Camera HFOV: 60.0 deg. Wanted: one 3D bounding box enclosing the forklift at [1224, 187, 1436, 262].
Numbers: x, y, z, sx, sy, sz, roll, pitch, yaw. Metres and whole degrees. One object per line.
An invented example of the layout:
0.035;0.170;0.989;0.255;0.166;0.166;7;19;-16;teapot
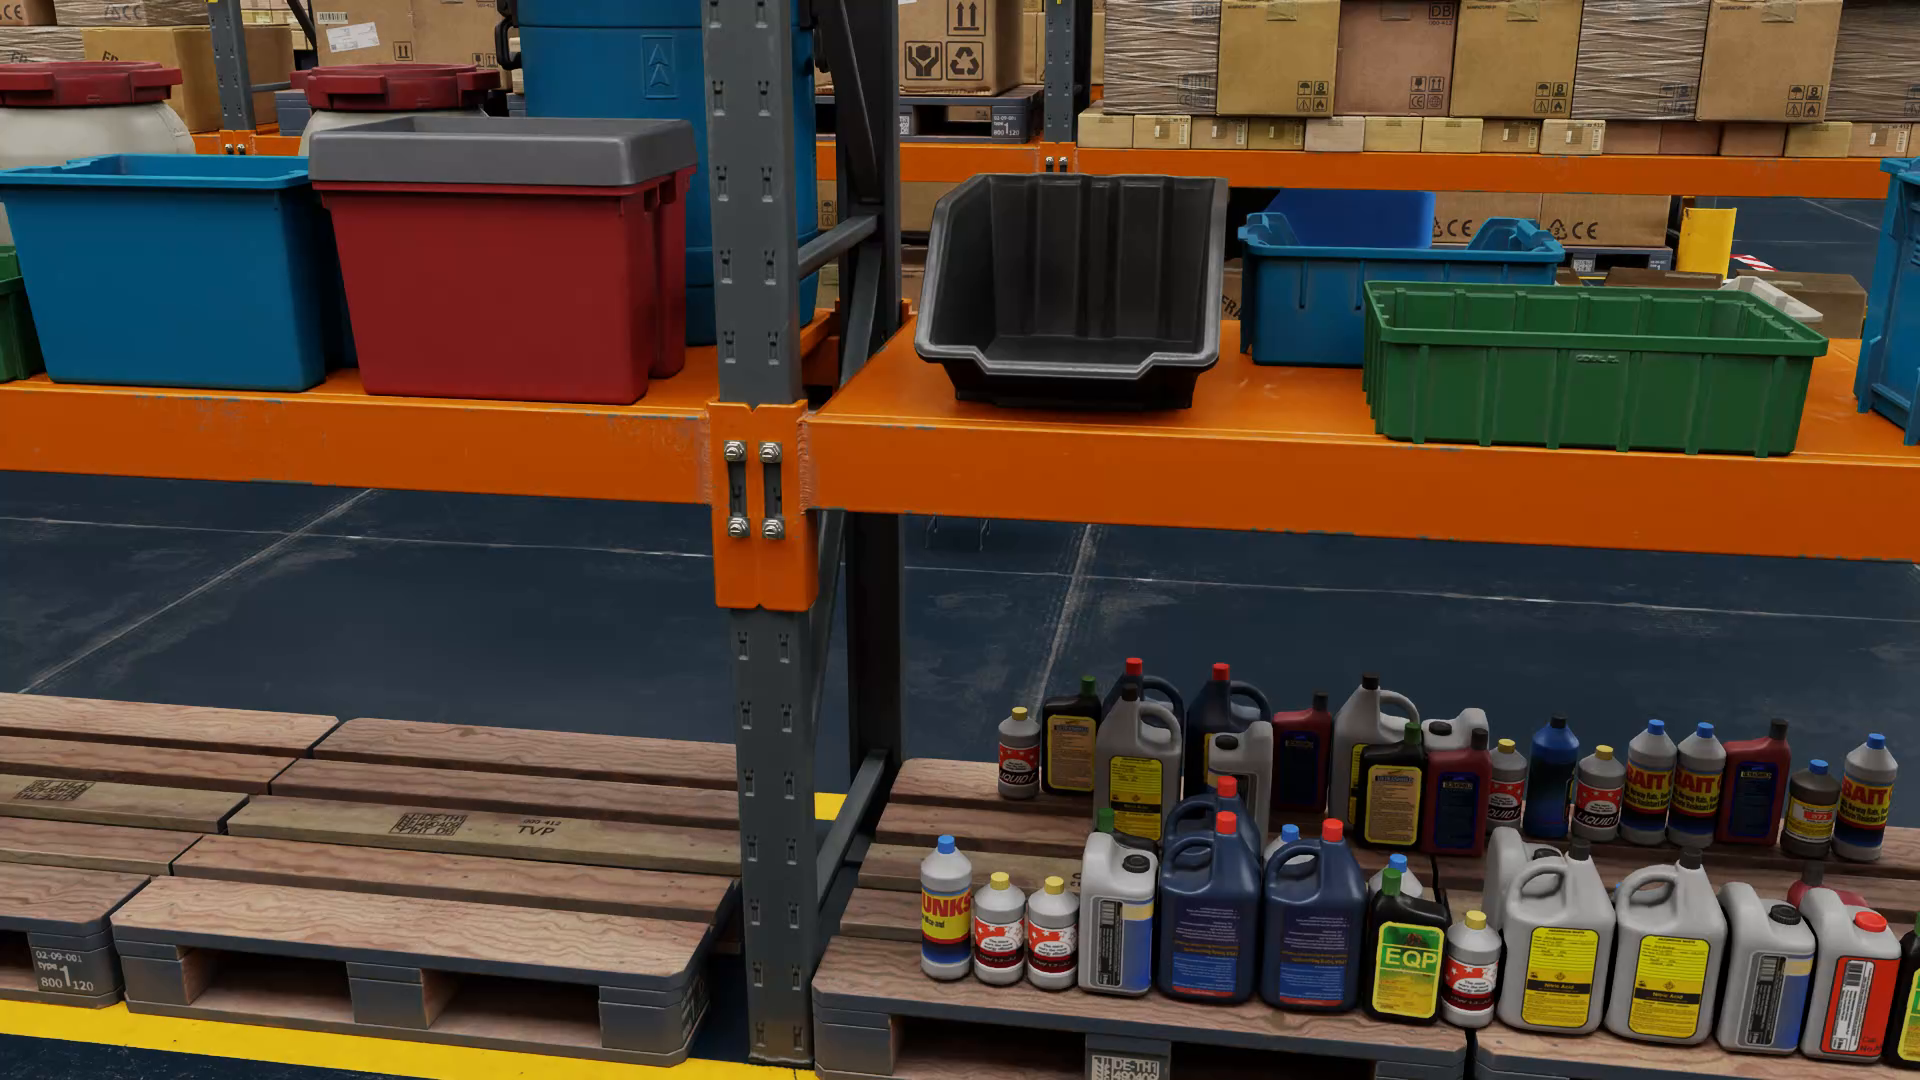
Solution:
1.340;-2.797;10.043;3.031;2.935;1.130;3;19;9;forklift

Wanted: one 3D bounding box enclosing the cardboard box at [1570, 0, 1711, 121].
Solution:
2.926;-2.155;7.391;0.500;0.500;0.875;3;19;9;cardboard box

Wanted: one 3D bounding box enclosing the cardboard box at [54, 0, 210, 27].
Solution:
-4.154;-2.872;8.421;0.637;0.503;0.797;4;19;11;cardboard box

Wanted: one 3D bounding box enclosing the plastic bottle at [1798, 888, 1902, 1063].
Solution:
1.551;0.754;2.921;0.135;0.276;0.152;3;19;9;plastic bottle

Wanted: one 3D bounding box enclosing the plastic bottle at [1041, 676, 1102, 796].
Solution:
0.257;0.446;3.829;0.133;0.283;0.061;4;19;11;plastic bottle

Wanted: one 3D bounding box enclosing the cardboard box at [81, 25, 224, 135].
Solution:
-3.961;-2.302;8.297;0.500;0.500;0.500;4;19;10;cardboard box

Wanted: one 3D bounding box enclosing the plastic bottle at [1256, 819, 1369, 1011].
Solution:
0.647;0.674;3.044;0.185;0.351;0.144;2;19;6;plastic bottle

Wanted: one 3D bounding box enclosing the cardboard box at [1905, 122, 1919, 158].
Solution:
4.150;-1.735;7.157;0.250;0.149;0.380;3;19;9;cardboard box

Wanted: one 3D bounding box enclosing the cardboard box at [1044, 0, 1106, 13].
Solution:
0.910;-4.199;12.393;0.500;0.500;0.700;3;19;8;cardboard box

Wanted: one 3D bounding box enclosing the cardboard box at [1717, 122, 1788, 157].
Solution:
3.404;-1.762;7.236;0.250;0.149;0.380;3;19;9;cardboard box

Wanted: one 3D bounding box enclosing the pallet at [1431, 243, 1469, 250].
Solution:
3.348;-2.209;12.571;1.213;0.211;1.003;3;19;9;pallet

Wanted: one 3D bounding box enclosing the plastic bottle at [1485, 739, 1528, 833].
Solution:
1.200;0.539;3.681;0.097;0.201;0.097;0;18;0;plastic bottle

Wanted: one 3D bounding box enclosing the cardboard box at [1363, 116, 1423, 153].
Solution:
1.918;-1.826;7.430;0.250;0.149;0.380;3;19;9;cardboard box

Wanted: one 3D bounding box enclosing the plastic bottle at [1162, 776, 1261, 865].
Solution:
0.483;0.619;3.207;0.185;0.351;0.144;3;19;9;plastic bottle

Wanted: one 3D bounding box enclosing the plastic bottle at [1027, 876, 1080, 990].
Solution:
0.175;0.728;3.117;0.097;0.201;0.097;0;18;0;plastic bottle

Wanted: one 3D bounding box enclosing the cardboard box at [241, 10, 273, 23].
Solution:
-5.413;-4.076;13.023;0.250;0.149;0.380;2;19;6;cardboard box

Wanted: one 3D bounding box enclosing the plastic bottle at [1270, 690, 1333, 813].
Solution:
0.768;0.472;3.751;0.133;0.283;0.061;4;19;12;plastic bottle

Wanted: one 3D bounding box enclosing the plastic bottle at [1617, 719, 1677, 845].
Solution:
1.501;0.521;3.624;0.097;0.271;0.097;0;18;0;plastic bottle

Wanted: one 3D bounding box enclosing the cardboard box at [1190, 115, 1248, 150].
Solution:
1.175;-1.861;7.533;0.250;0.149;0.380;3;19;9;cardboard box

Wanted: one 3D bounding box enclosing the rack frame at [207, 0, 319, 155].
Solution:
-3.435;-2.307;8.471;0.127;3.000;1.000;3;19;9;rack frame

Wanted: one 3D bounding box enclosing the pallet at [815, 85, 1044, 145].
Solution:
-0.217;-2.099;8.151;1.213;0.211;1.003;3;19;9;pallet

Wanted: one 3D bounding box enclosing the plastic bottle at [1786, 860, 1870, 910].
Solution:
1.568;0.717;3.020;0.133;0.283;0.061;3;19;9;plastic bottle

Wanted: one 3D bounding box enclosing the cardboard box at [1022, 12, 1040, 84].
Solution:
0.345;-3.670;12.386;0.500;0.500;0.500;3;19;8;cardboard box

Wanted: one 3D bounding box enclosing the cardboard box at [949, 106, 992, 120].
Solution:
0.181;-5.974;22.510;0.625;0.625;0.875;4;19;10;cardboard box

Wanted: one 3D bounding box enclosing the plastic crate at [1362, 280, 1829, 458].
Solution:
1.025;-0.297;2.797;0.662;0.188;0.450;3;19;9;plastic crate

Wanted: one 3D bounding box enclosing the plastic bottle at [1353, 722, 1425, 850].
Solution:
0.928;0.527;3.588;0.133;0.283;0.061;3;19;9;plastic bottle

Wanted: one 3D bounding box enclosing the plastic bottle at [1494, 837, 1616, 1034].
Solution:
1.066;0.695;2.980;0.185;0.351;0.144;3;19;8;plastic bottle

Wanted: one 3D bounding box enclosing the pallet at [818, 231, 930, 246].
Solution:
-0.580;-2.408;13.167;1.213;0.211;1.003;3;19;9;pallet

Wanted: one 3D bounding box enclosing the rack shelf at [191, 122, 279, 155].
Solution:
-5.409;-2.066;8.886;4.000;0.370;1.077;3;19;9;rack shelf

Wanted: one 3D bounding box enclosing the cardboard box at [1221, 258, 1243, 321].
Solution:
1.470;-1.060;8.022;0.500;0.500;0.500;9;21;26;cardboard box

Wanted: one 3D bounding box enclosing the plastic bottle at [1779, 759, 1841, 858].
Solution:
1.836;0.572;3.584;0.097;0.201;0.097;0;18;0;plastic bottle

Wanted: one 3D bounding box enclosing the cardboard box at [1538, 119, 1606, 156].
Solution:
2.652;-1.777;7.284;0.250;0.149;0.380;3;19;9;cardboard box

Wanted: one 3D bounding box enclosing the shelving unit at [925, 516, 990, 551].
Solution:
-0.008;-0.427;6.162;0.210;0.900;0.258;3;19;9;shelving unit

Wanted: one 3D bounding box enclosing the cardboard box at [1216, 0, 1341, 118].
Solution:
1.437;-2.216;7.572;0.500;0.500;0.875;3;19;9;cardboard box

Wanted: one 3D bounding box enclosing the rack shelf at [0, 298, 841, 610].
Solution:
-2.245;-0.313;3.646;4.000;0.370;1.077;3;19;9;rack shelf

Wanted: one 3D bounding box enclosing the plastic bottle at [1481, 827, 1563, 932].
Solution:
1.065;0.683;3.134;0.135;0.276;0.152;3;19;9;plastic bottle

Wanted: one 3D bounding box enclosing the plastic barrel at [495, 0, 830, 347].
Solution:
-0.604;-0.906;3.494;0.708;0.901;0.600;3;19;9;plastic barrel

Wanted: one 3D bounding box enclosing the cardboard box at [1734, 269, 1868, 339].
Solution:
3.850;-0.955;7.707;0.500;0.500;0.500;7;20;19;cardboard box

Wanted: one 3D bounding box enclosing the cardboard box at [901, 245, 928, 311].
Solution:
-0.088;-1.167;8.308;0.500;0.500;0.700;1;19;4;cardboard box

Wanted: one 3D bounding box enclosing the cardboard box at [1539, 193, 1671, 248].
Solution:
4.671;-2.658;12.207;0.875;0.875;0.875;3;19;9;cardboard box

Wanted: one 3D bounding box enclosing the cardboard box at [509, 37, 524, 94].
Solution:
-1.816;-2.279;7.960;0.500;0.250;0.500;2;19;7;cardboard box

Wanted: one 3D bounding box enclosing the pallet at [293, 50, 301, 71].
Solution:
-5.766;-3.882;13.480;1.213;0.211;1.003;3;19;9;pallet

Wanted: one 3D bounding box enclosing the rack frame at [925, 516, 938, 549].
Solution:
-0.108;-0.432;6.177;0.006;0.900;0.240;3;19;9;rack frame

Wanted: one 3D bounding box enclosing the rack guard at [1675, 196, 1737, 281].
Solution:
5.374;-2.267;12.289;0.348;0.500;1.175;3;19;9;rack guard

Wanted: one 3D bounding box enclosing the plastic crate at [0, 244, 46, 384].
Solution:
-2.035;-0.453;3.263;0.662;0.188;0.450;3;19;9;plastic crate

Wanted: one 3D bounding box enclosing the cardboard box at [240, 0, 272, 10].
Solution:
-5.406;-4.216;12.973;0.250;0.149;0.380;3;19;8;cardboard box

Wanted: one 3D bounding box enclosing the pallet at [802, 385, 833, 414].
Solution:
-0.254;-0.822;8.427;1.213;0.211;1.003;3;19;9;pallet
